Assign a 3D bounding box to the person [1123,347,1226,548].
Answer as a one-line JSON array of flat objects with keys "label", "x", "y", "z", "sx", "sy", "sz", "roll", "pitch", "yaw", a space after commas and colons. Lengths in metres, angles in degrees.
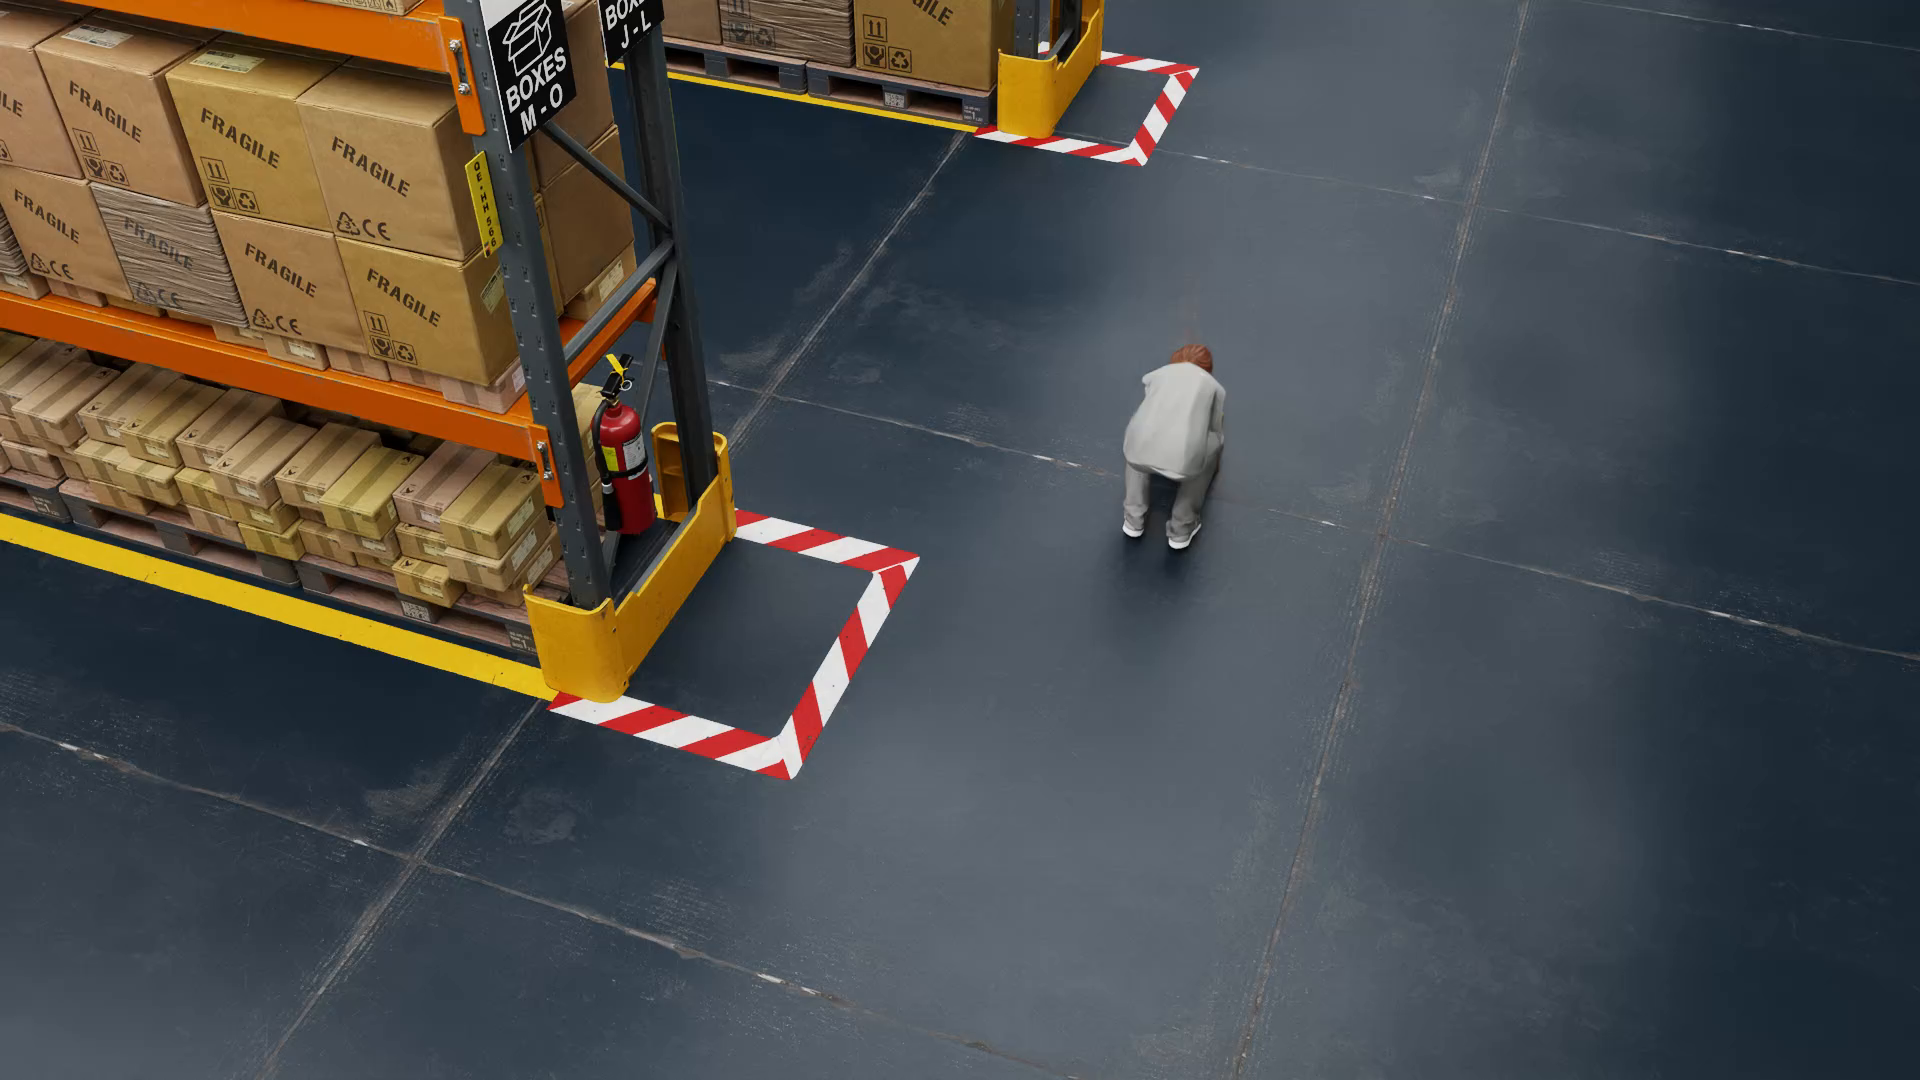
[{"label": "person", "x": 0.936, "y": -0.432, "z": 7.266, "sx": 0.431, "sy": 0.798, "sz": 0.867, "roll": 12, "pitch": 43, "yaw": 13}]
